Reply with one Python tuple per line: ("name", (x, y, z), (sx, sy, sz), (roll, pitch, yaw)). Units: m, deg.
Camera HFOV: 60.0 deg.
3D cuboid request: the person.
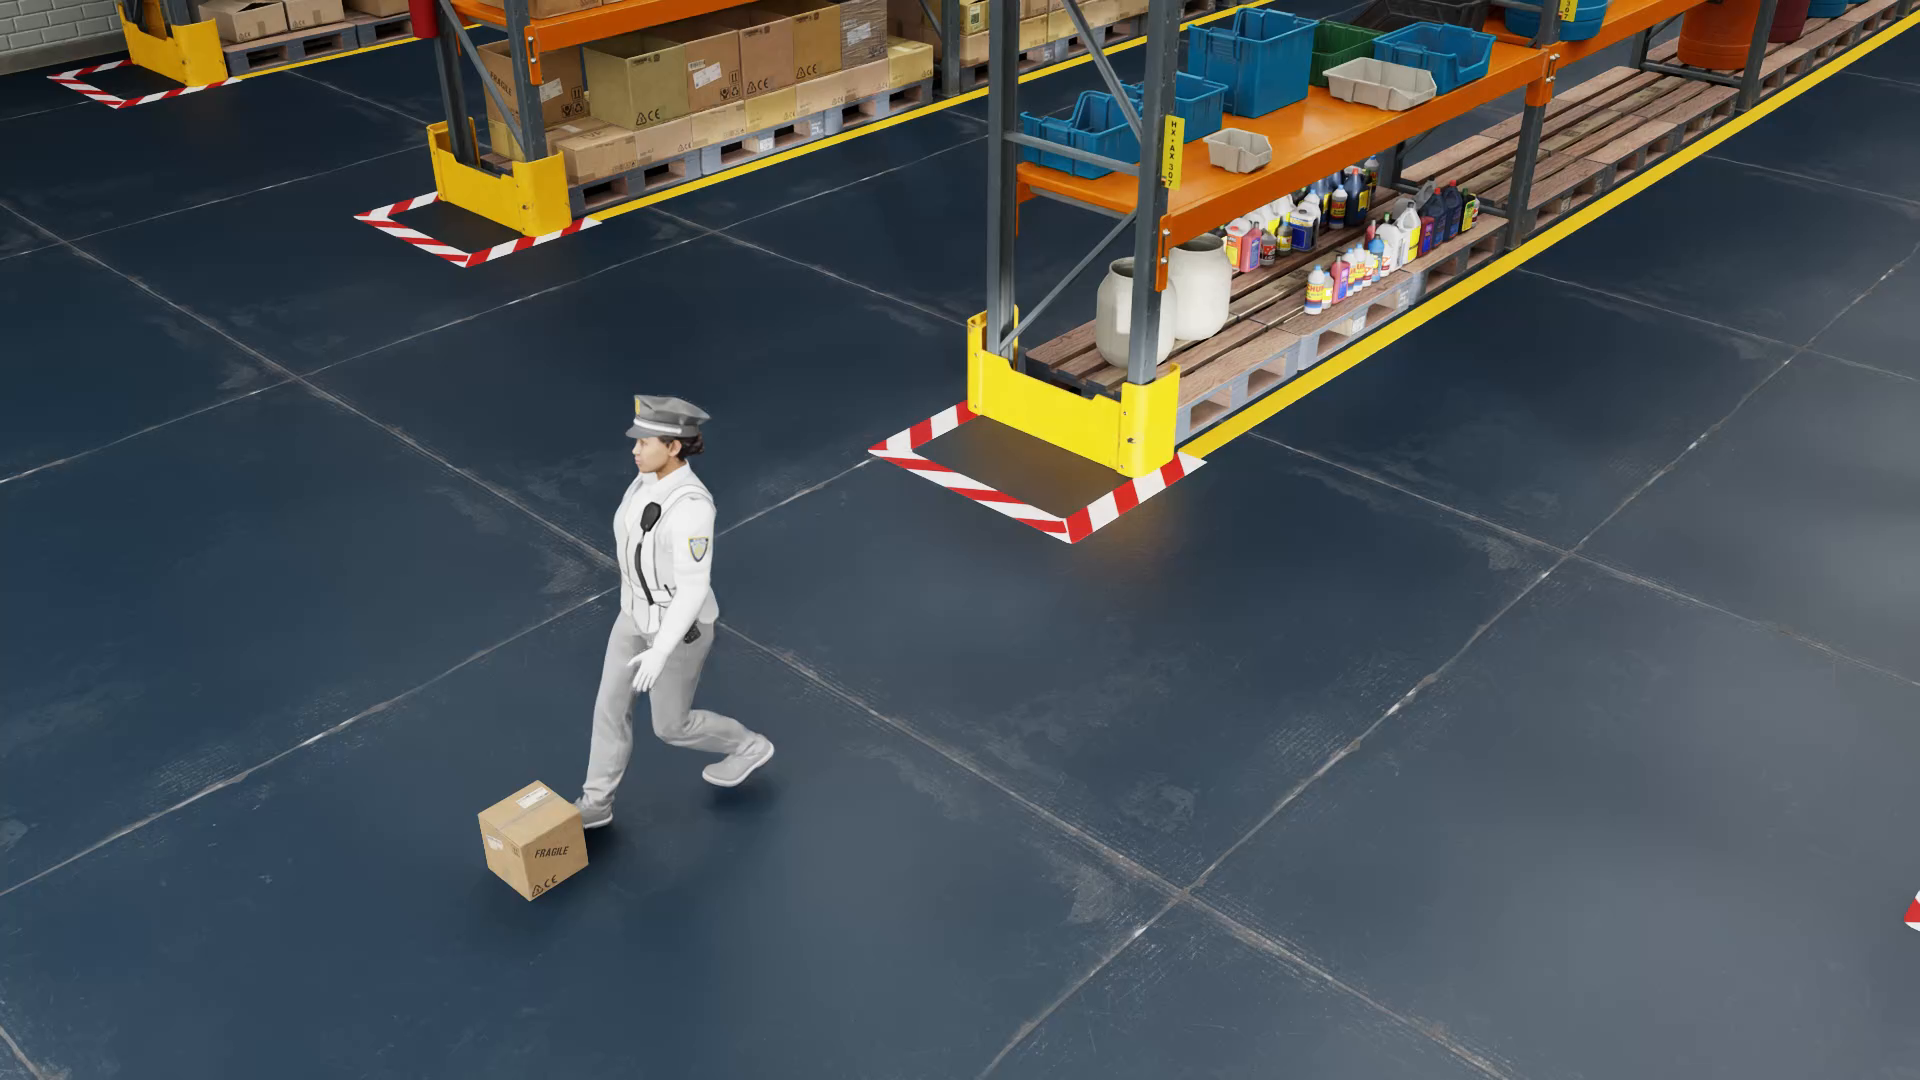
("person", (-1.098, 0.293, 5.667), (0.897, 1.615, 0.534), (-20, 37, -29))
